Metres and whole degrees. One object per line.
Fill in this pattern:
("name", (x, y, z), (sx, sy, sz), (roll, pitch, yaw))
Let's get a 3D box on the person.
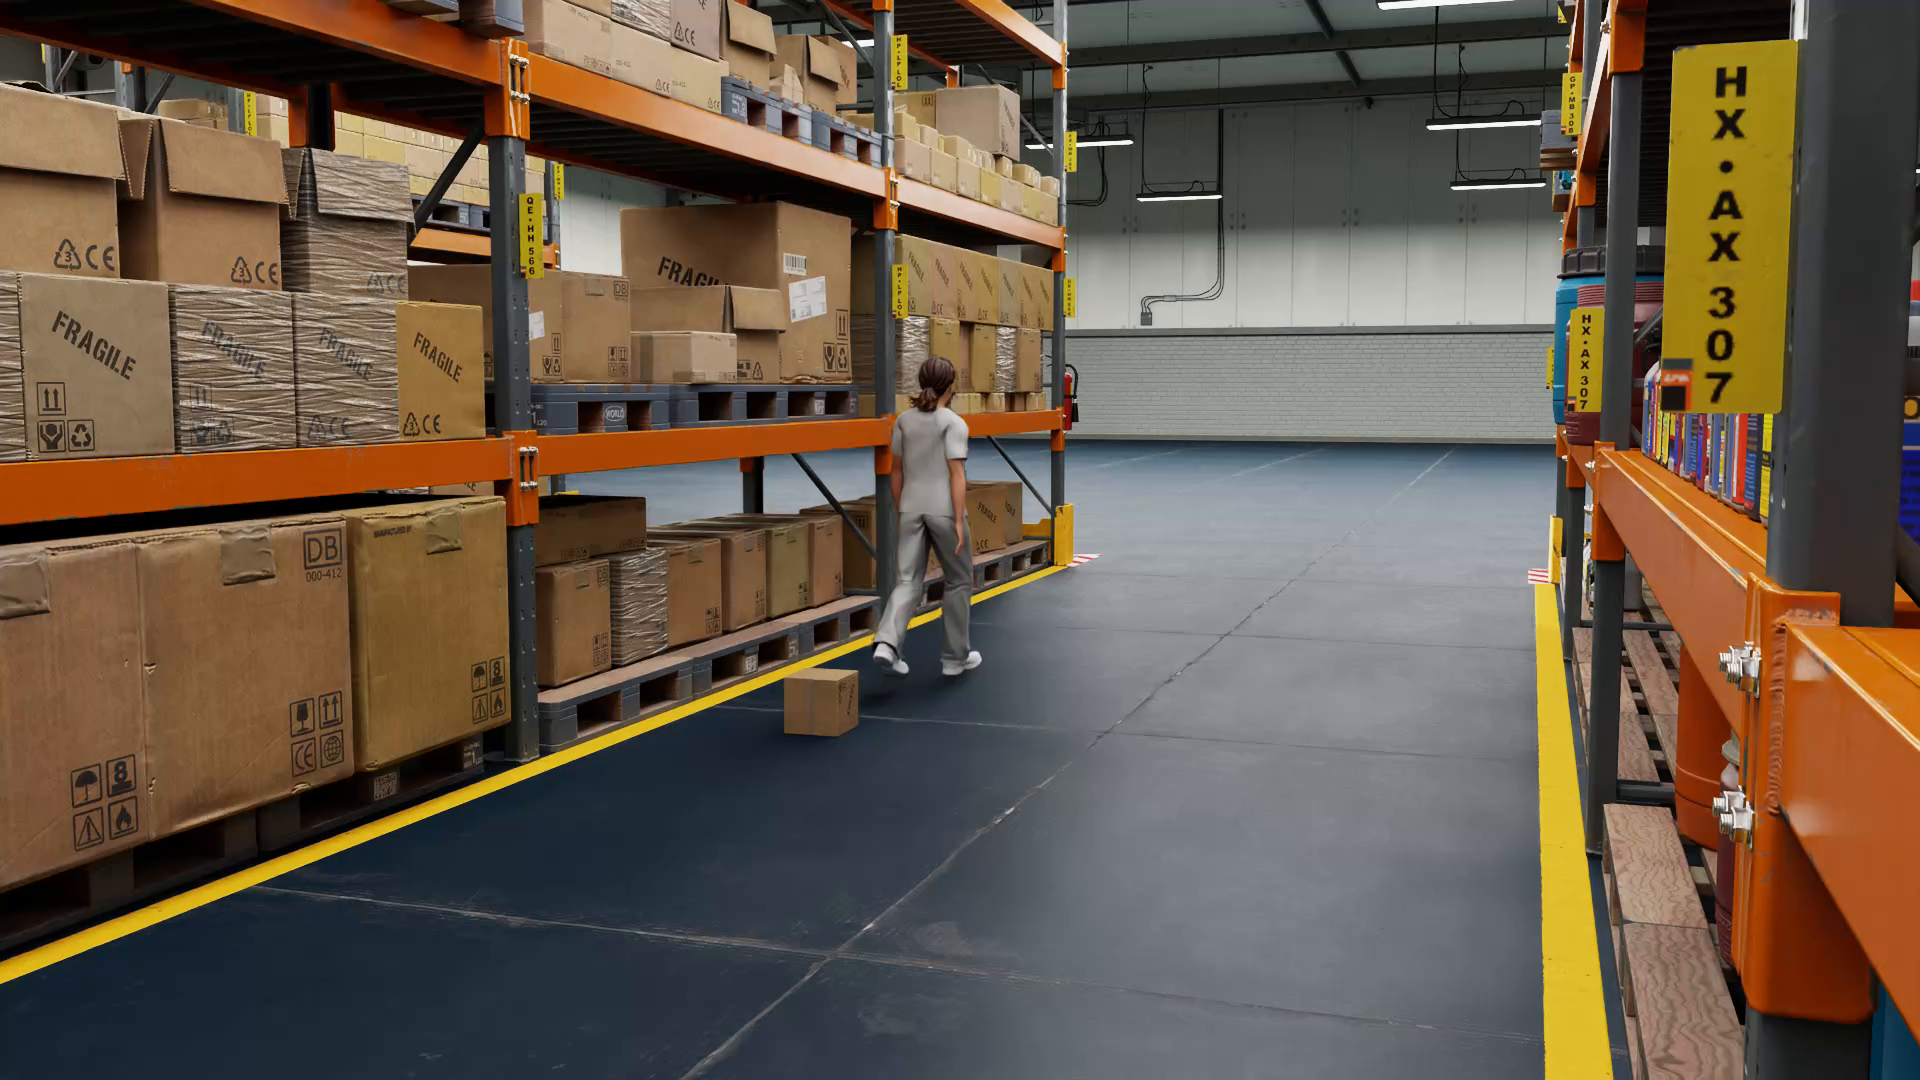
("person", (-0.176, -0.100, 8.321), (0.455, 1.628, 0.978), (2, 6, 24))
